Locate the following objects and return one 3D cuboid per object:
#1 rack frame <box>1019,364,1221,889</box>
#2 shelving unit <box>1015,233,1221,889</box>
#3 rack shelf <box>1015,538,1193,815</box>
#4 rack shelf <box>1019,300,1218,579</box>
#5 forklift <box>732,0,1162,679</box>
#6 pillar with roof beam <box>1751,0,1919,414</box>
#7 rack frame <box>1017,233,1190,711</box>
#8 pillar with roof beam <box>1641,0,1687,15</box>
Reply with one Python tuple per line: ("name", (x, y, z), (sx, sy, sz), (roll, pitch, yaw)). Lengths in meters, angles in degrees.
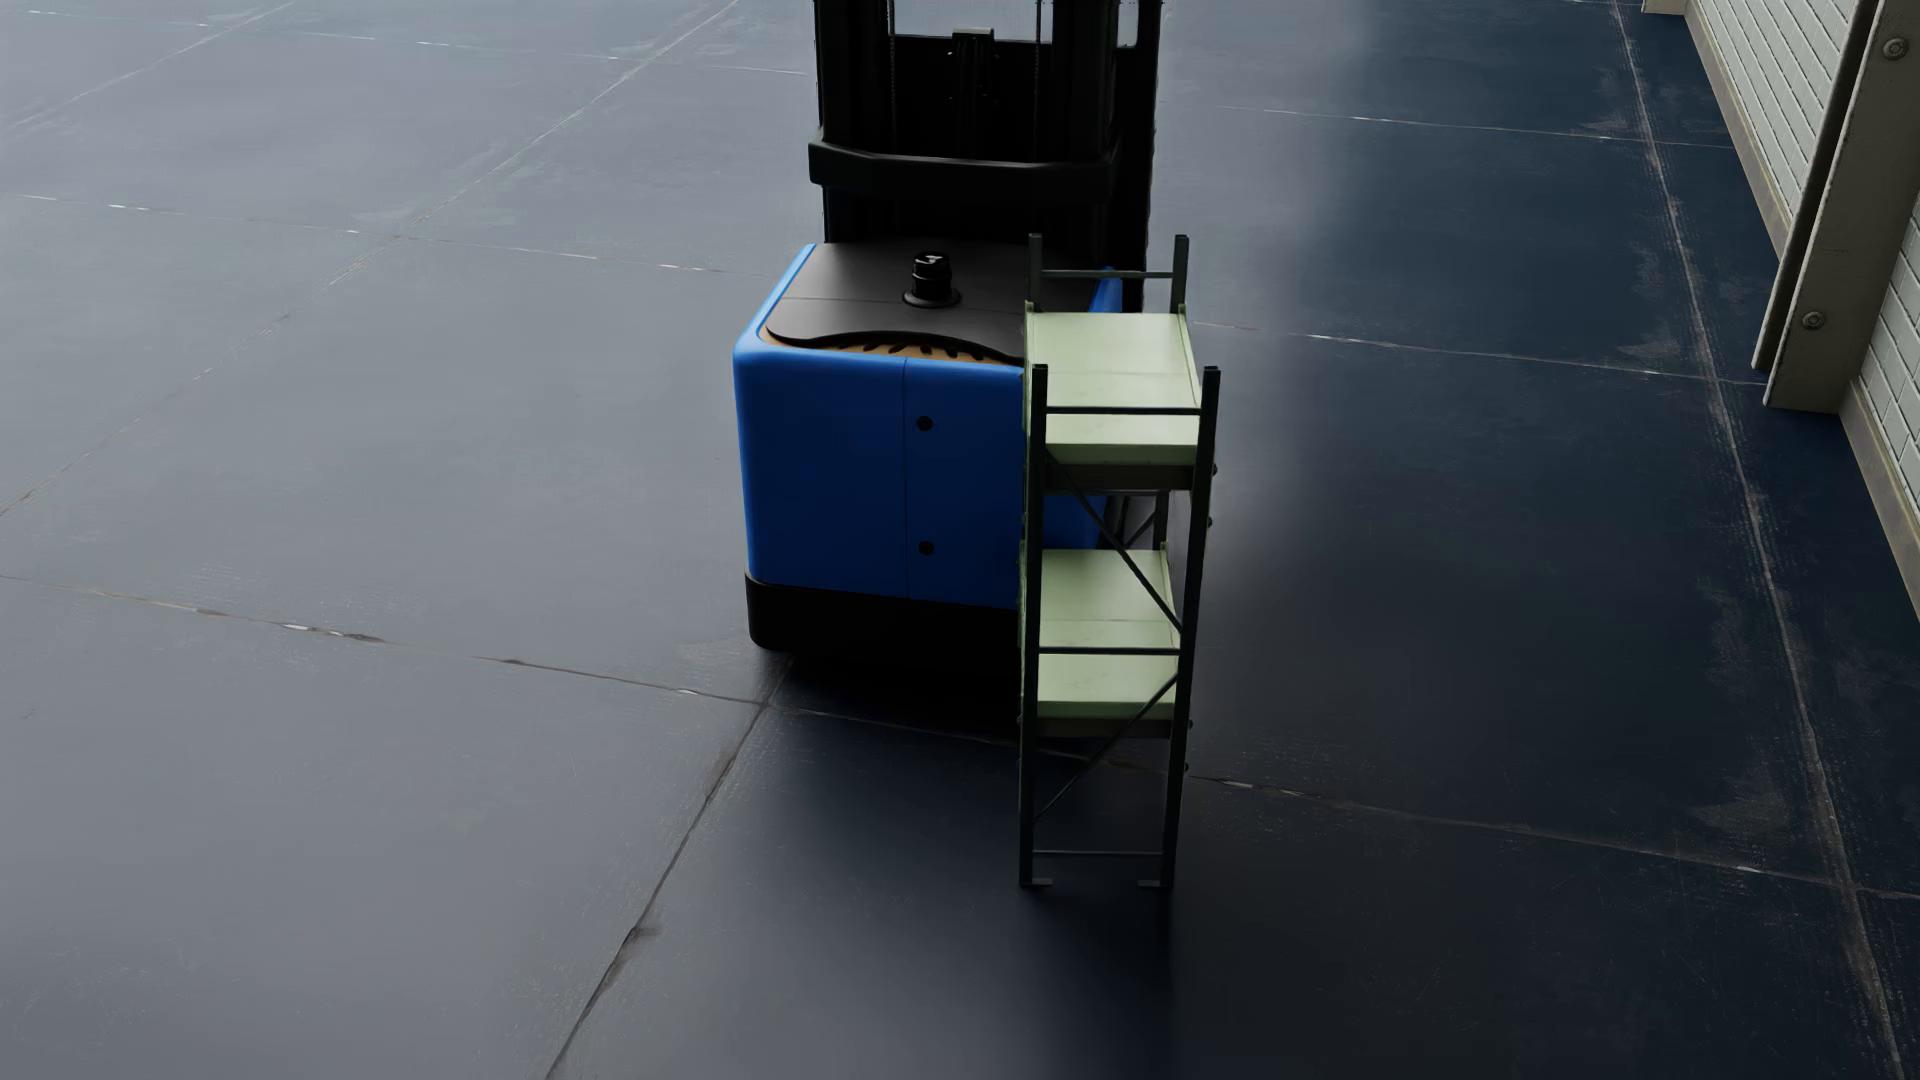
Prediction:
("rack frame", (0.353, 0.266, 3.934), (0.400, 1.500, 0.023), (1, 32, 1))
("shelving unit", (0.362, 0.069, 4.243), (0.431, 1.500, 0.755), (1, 32, 1))
("rack shelf", (0.362, 0.344, 4.418), (0.431, 0.370, 0.720), (1, 32, 1))
("rack shelf", (0.362, -0.260, 4.034), (0.431, 0.370, 0.720), (1, 32, 1))
("forklift", (0.130, -1.592, 5.522), (1.130, 2.935, 3.031), (6, 33, 9))
("pillar with roof beam", (-0.778, -4.996, 5.221), (9.100, 9.000, 0.400), (8, 33, 12))
("rack frame", (0.371, -0.127, 4.552), (0.400, 1.500, 0.023), (1, 32, 1))
("pillar with roof beam", (0.745, -8.110, 10.119), (9.100, 9.000, 0.400), (8, 33, 12))
